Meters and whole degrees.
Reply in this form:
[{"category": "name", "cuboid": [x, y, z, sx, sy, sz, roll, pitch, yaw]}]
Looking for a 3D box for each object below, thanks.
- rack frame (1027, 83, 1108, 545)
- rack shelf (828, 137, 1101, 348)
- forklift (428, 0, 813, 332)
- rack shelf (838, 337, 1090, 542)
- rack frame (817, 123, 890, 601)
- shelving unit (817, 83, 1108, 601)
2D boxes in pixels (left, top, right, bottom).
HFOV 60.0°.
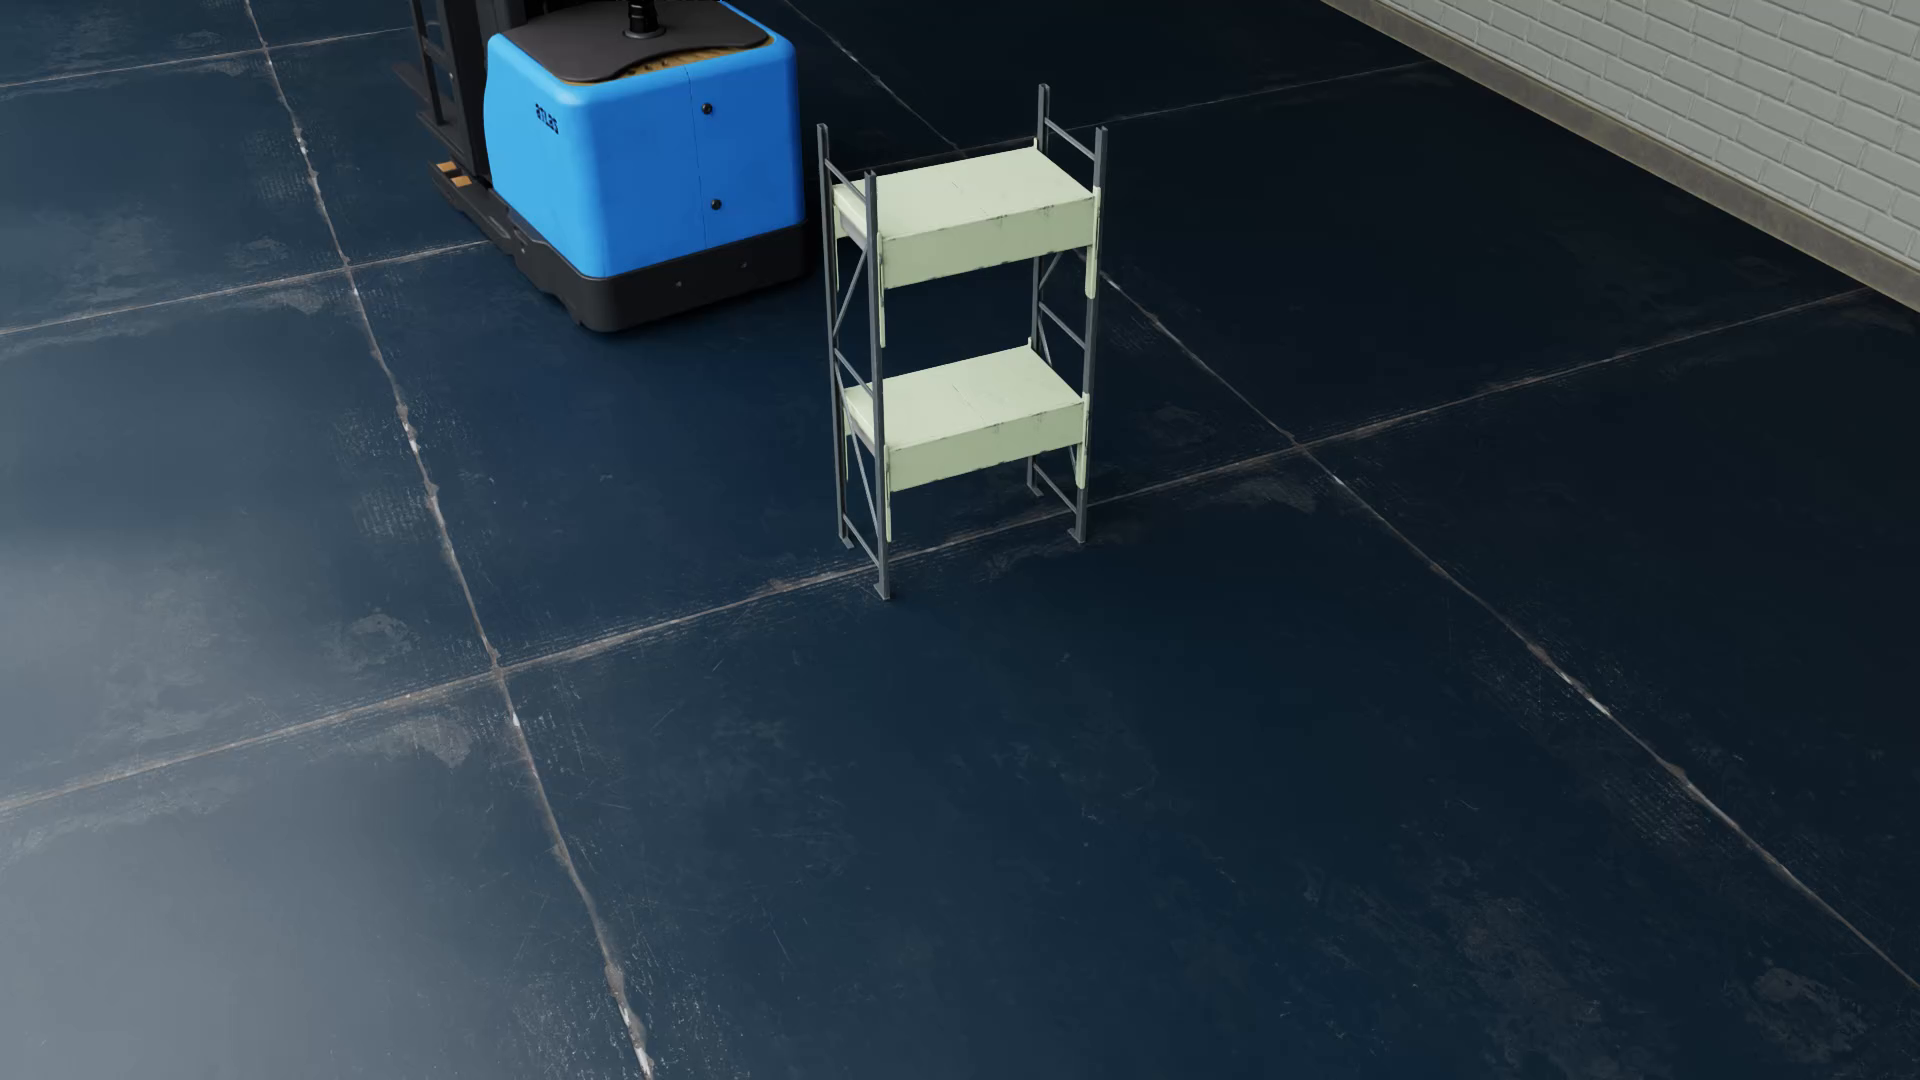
[{"category": "rack frame", "cuboid": [0.337, -0.697, 5.430, 0.023, 1.500, 0.400, -16, 39, -20]}, {"category": "rack shelf", "cuboid": [0.006, -0.918, 5.073, 0.720, 0.370, 0.431, -16, 39, -20]}, {"category": "forklift", "cuboid": [-1.876, -2.865, 7.152, 1.130, 2.935, 3.031, -22, 42, -26]}, {"category": "rack shelf", "cuboid": [0.006, -0.342, 5.500, 0.720, 0.370, 0.431, -16, 39, -20]}, {"category": "rack frame", "cuboid": [-0.325, -0.511, 5.181, 0.023, 1.500, 0.400, -16, 39, -20]}, {"category": "shelving unit", "cuboid": [0.006, -0.604, 5.305, 0.755, 1.500, 0.431, -16, 39, -20]}]
